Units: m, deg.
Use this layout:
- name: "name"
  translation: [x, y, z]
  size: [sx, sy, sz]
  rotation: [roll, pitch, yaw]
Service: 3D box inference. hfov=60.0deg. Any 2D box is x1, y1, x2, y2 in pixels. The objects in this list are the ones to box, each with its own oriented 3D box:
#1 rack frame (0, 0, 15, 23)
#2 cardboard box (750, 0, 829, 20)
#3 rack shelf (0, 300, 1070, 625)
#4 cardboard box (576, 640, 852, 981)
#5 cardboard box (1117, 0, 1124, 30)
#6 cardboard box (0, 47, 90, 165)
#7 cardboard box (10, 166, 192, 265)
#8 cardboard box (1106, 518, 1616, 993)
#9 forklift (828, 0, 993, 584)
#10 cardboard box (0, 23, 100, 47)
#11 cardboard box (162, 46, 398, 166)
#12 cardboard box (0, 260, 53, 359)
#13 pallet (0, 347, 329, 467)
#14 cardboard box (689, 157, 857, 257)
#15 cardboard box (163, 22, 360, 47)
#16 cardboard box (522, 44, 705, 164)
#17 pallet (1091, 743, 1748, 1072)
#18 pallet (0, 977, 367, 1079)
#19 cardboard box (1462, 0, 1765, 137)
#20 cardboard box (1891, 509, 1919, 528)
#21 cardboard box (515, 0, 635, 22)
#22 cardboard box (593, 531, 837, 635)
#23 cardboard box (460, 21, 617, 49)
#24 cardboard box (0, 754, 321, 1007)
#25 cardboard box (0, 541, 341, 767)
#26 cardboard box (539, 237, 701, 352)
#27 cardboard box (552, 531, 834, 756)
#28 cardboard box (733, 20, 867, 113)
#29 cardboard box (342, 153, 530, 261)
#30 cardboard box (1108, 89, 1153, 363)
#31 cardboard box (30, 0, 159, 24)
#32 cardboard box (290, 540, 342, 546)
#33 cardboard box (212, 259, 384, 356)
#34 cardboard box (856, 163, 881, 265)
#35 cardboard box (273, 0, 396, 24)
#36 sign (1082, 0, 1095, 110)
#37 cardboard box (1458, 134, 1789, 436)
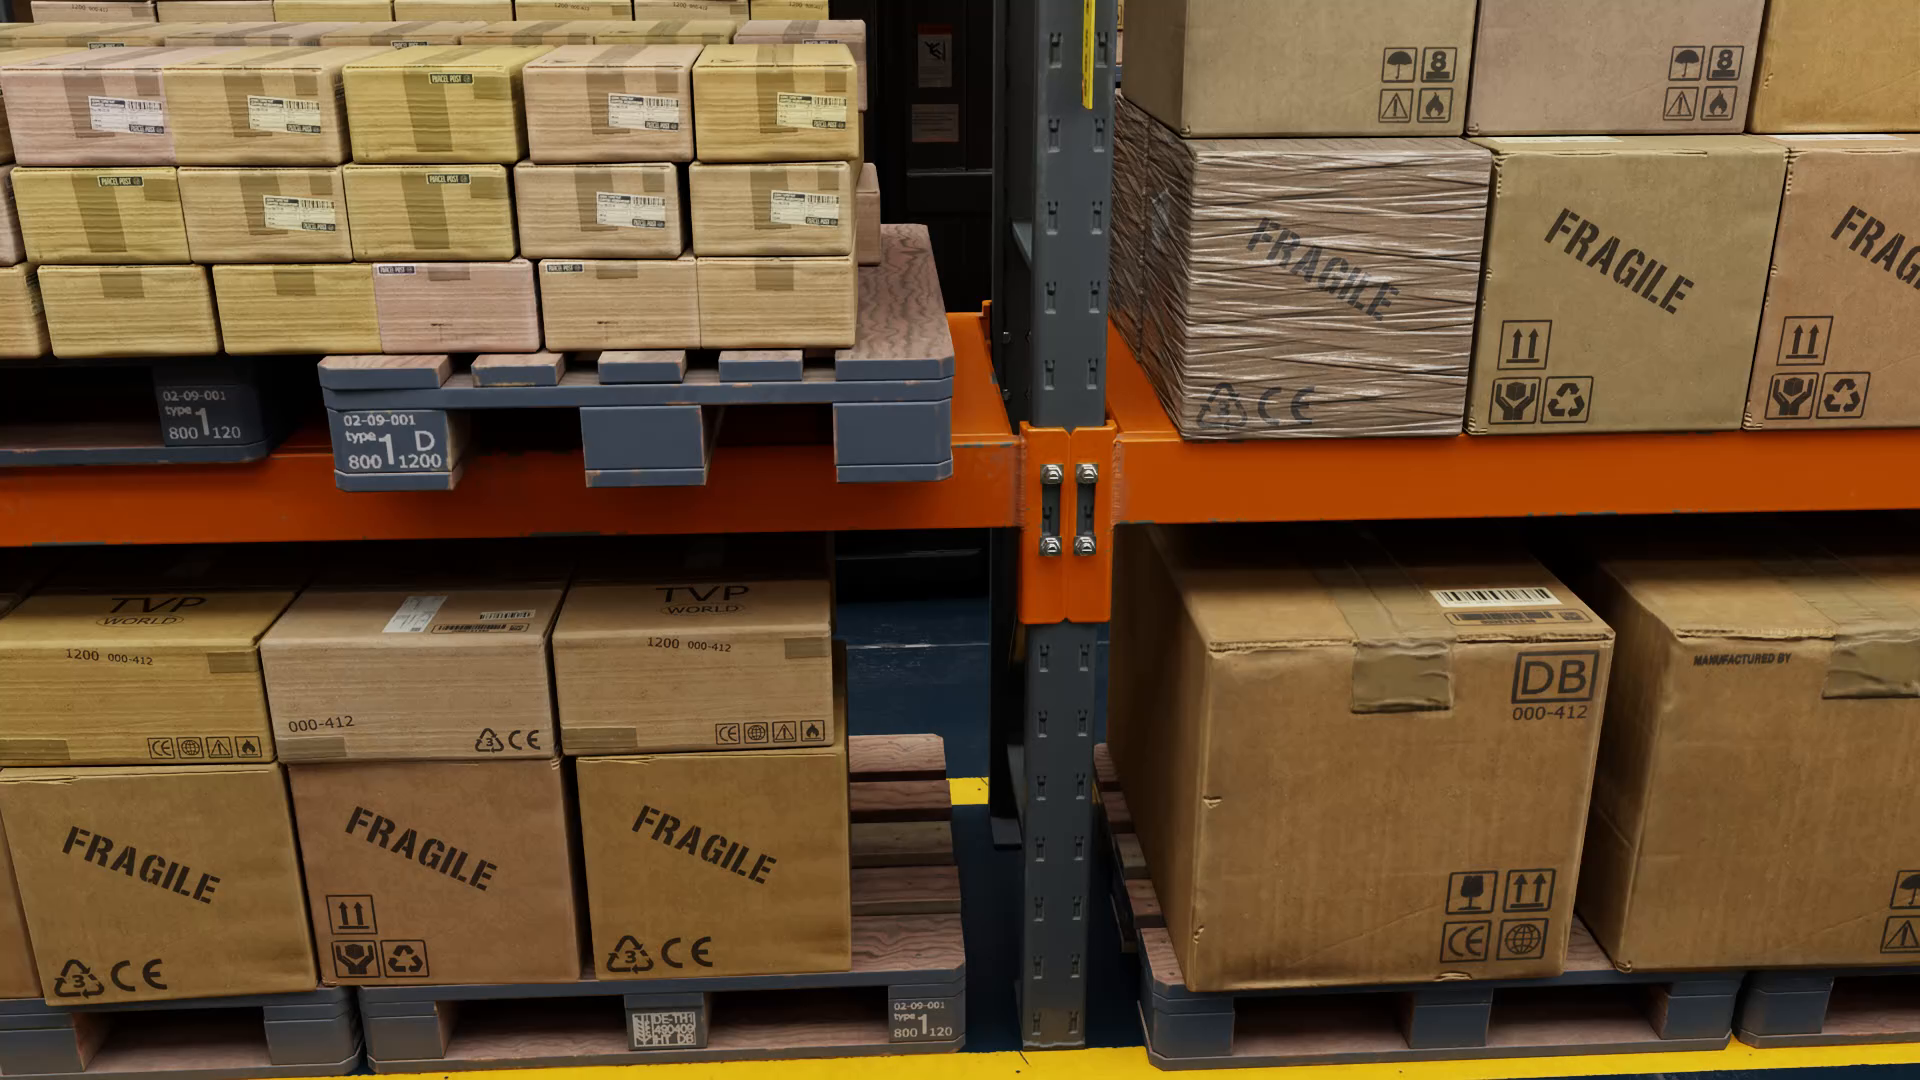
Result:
- name: "rack frame"
  translation: [-4.213, -2.214, 7.720]
  size: [0.127, 3.000, 1.000]
  rotation: [-1, 21, -3]
- name: "cardboard box"
  translation: [-0.689, -2.359, 7.608]
  size: [0.500, 0.250, 0.500]
  rotation: [-1, 21, -3]
- name: "rack shelf"
  translation: [-1.833, -0.162, 3.342]
  size: [4.000, 0.370, 1.077]
  rotation: [-1, 21, -3]
- name: "cardboard box"
  translation: [-0.479, 0.539, 3.411]
  size: [0.500, 0.500, 0.500]
  rotation: [-1, 21, -3]
- name: "cardboard box"
  translation: [0.762, -2.617, 7.630]
  size: [0.500, 0.500, 0.500]
  rotation: [0, 21, 0]
- name: "cardboard box"
  translation: [-1.591, -0.697, 2.664]
  size: [0.250, 0.149, 0.380]
  rotation: [0, 21, 0]
- name: "cardboard box"
  translation: [-1.331, -0.563, 2.730]
  size: [0.250, 0.149, 0.380]
  rotation: [-1, 21, -3]
- name: "cardboard box"
  translation: [0.777, 0.336, 3.594]
  size: [0.750, 0.750, 1.050]
  rotation: [-1, 21, -4]
- name: "forklift"
  translation: [-0.620, -1.349, 5.546]
  size: [3.031, 2.935, 1.130]
  rotation: [-2, 21, -5]
- name: "cardboard box"
  translation: [-1.870, -0.924, 3.259]
  size: [0.250, 0.149, 0.380]
  rotation: [-1, 21, -4]
- name: "cardboard box"
  translation: [-1.078, -0.706, 2.688]
  size: [0.250, 0.149, 0.380]
  rotation: [-1, 21, -1]
- name: "cardboard box"
  translation: [-1.584, -0.420, 2.772]
  size: [0.250, 0.149, 0.380]
  rotation: [-1, 21, -1]
- name: "pallet"
  translation: [-1.810, -0.394, 3.211]
  size: [1.213, 0.211, 1.003]
  rotation: [-1, 21, -3]
- name: "cardboard box"
  translation: [-0.304, -0.585, 2.786]
  size: [0.250, 0.149, 0.380]
  rotation: [-1, 21, -2]
- name: "cardboard box"
  translation: [-1.357, -0.934, 3.285]
  size: [0.250, 0.149, 0.380]
  rotation: [0, 21, -1]
- name: "cardboard box"
  translation: [-0.551, -0.719, 2.719]
  size: [0.250, 0.149, 0.380]
  rotation: [-1, 21, -4]
- name: "pallet"
  translation: [0.955, 0.775, 3.788]
  size: [1.213, 0.211, 1.003]
  rotation: [-1, 21, -3]
- name: "pallet"
  translation: [-1.832, 0.803, 3.714]
  size: [1.213, 0.211, 1.003]
  rotation: [-1, 21, -3]
- name: "cardboard box"
  translation: [1.117, -1.069, 3.168]
  size: [0.500, 0.500, 0.700]
  rotation: [-1, 21, -4]
- name: "cardboard box"
  translation: [2.579, 0.298, 3.694]
  size: [0.750, 0.750, 1.050]
  rotation: [-1, 21, -3]
- name: "cardboard box"
  translation: [-1.711, -2.329, 7.531]
  size: [0.500, 0.250, 0.500]
  rotation: [-2, 21, -4]
- name: "cardboard box"
  translation: [-0.539, 0.011, 3.746]
  size: [0.500, 0.250, 0.500]
  rotation: [-2, 21, -6]
- name: "cardboard box"
  translation: [-0.822, -0.945, 3.315]
  size: [0.250, 0.149, 0.380]
  rotation: [-1, 21, -3]
- name: "cardboard box"
  translation: [-1.524, 0.565, 3.344]
  size: [0.500, 0.500, 0.500]
  rotation: [-2, 21, -5]
- name: "cardboard box"
  translation: [-1.516, 0.209, 3.226]
  size: [0.500, 0.250, 0.500]
  rotation: [-1, 21, -2]
- name: "cardboard box"
  translation: [-0.551, -0.440, 2.824]
  size: [0.250, 0.149, 0.380]
  rotation: [-1, 21, -3]
- name: "cardboard box"
  translation: [-0.504, 0.190, 3.276]
  size: [0.500, 0.250, 0.500]
  rotation: [-2, 21, -4]
- name: "cardboard box"
  translation: [-0.313, -0.955, 3.340]
  size: [0.250, 0.149, 0.380]
  rotation: [-1, 21, -3]
- name: "cardboard box"
  translation: [-0.833, -0.573, 2.754]
  size: [0.250, 0.149, 0.380]
  rotation: [-1, 21, -2]
- name: "cardboard box"
  translation: [0.598, -0.690, 3.577]
  size: [0.500, 0.500, 0.500]
  rotation: [-1, 21, -3]
- name: "cardboard box"
  translation: [-3.758, -2.286, 7.418]
  size: [0.500, 0.250, 0.500]
  rotation: [-2, 21, -5]
- name: "cardboard box"
  translation: [-1.540, 0.027, 3.704]
  size: [0.500, 0.250, 0.500]
  rotation: [-1, 21, -3]
- name: "cardboard box"
  translation: [-1.057, -0.431, 2.800]
  size: [0.250, 0.149, 0.380]
  rotation: [-1, 21, -4]
- name: "cardboard box"
  translation: [-0.295, -0.680, 3.455]
  size: [0.250, 0.149, 0.380]
  rotation: [-1, 21, -4]
- name: "cardboard box"
  translation: [-2.734, -2.308, 7.474]
  size: [0.500, 0.250, 0.500]
  rotation: [-1, 21, -2]
- name: "sign"
  translation: [0.204, -0.850, 2.623]
  size: [0.005, 0.325, 0.100]
  rotation: [-1, 21, -3]
- name: "cardboard box"
  translation: [1.135, -0.510, 3.104]
  size: [0.500, 0.500, 0.500]
  rotation: [-1, 21, -4]
